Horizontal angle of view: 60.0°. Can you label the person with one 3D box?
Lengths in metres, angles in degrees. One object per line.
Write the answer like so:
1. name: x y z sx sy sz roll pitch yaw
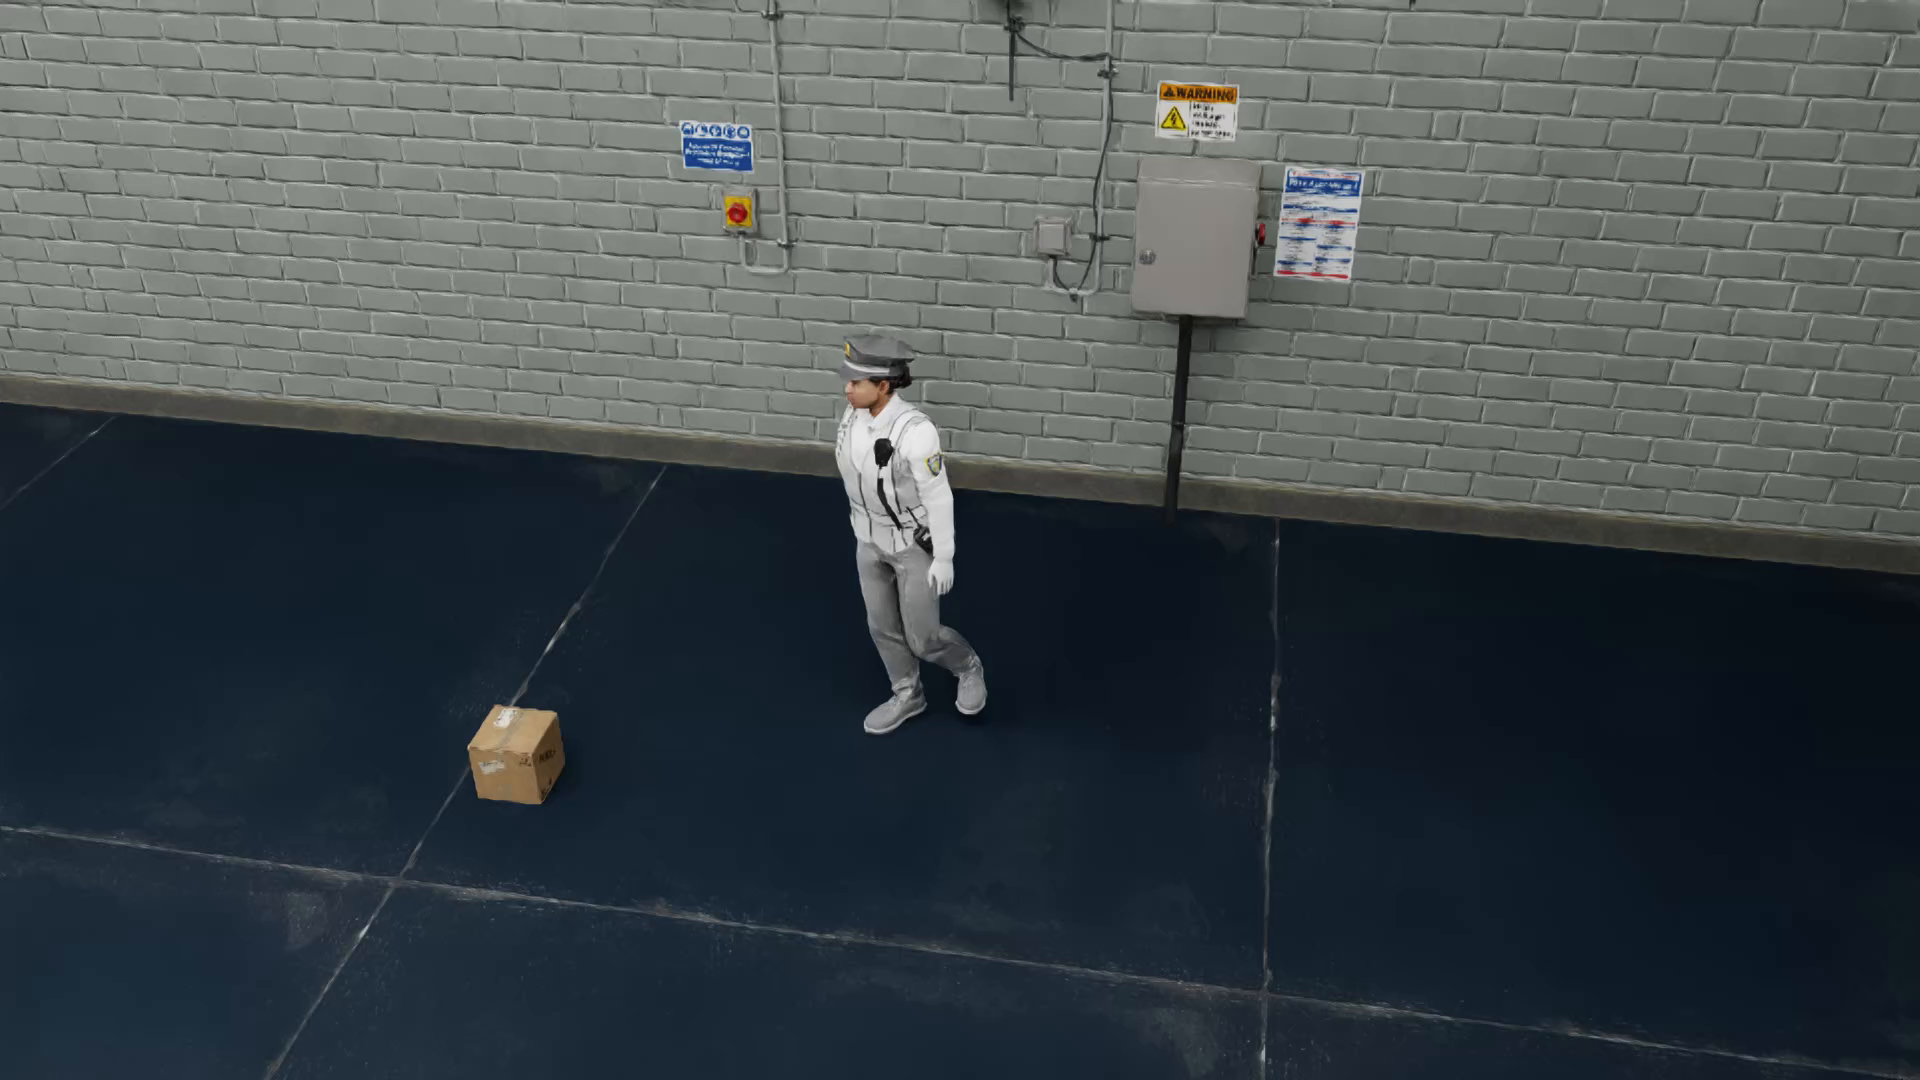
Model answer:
1. person: -0.176 -0.016 6.171 0.520 1.647 0.529 28 42 36
